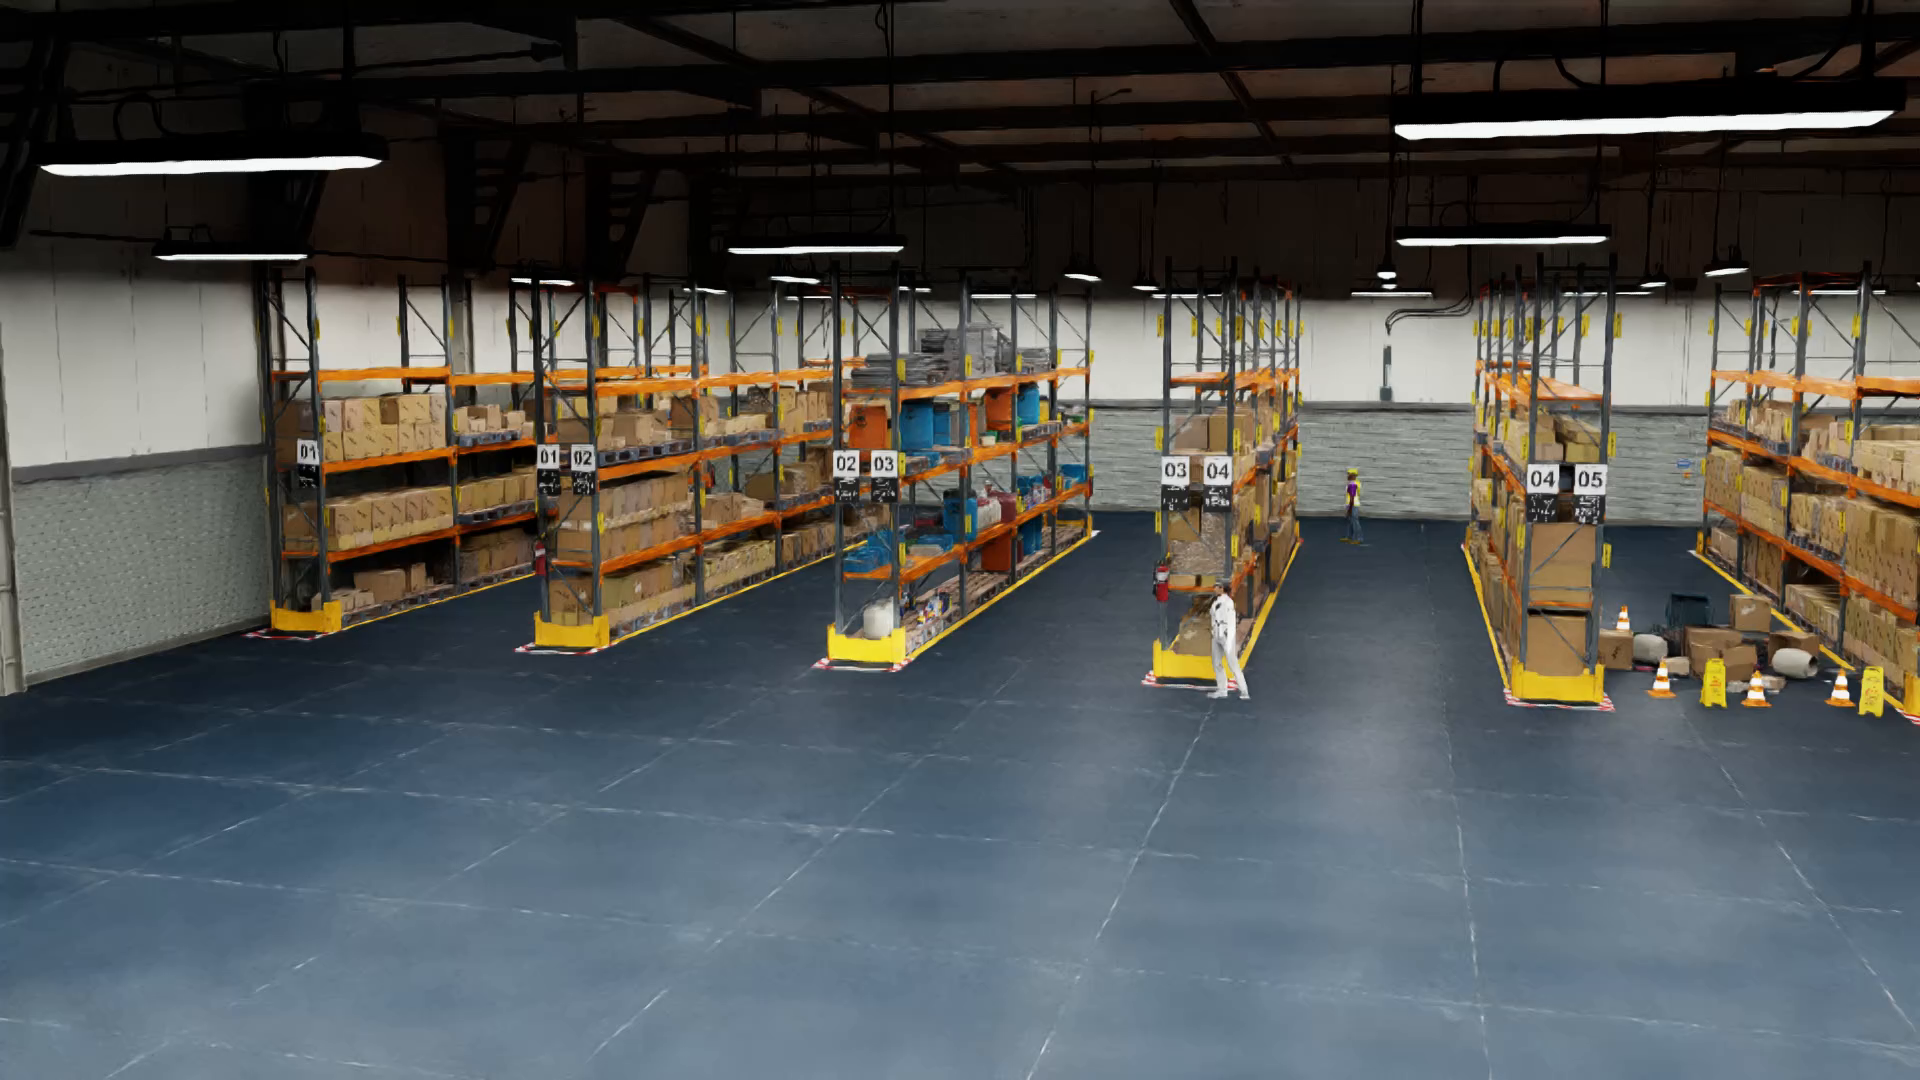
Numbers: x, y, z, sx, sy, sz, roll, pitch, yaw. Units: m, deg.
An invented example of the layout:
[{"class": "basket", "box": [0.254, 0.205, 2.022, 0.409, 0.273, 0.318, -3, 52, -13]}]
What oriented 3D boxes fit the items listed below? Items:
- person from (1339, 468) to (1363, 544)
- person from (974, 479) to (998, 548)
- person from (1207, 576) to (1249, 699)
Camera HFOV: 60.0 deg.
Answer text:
[{"class": "person", "box": [9.172, -0.808, 38.931, 0.580, 1.767, 0.736, 3, 8, 20]}, {"class": "person", "box": [0.673, -0.617, 38.018, 0.481, 1.580, 1.085, 2, 8, 18]}, {"class": "person", "box": [3.661, 1.324, 22.628, 0.528, 1.668, 0.571, -2, 7, -14]}]
